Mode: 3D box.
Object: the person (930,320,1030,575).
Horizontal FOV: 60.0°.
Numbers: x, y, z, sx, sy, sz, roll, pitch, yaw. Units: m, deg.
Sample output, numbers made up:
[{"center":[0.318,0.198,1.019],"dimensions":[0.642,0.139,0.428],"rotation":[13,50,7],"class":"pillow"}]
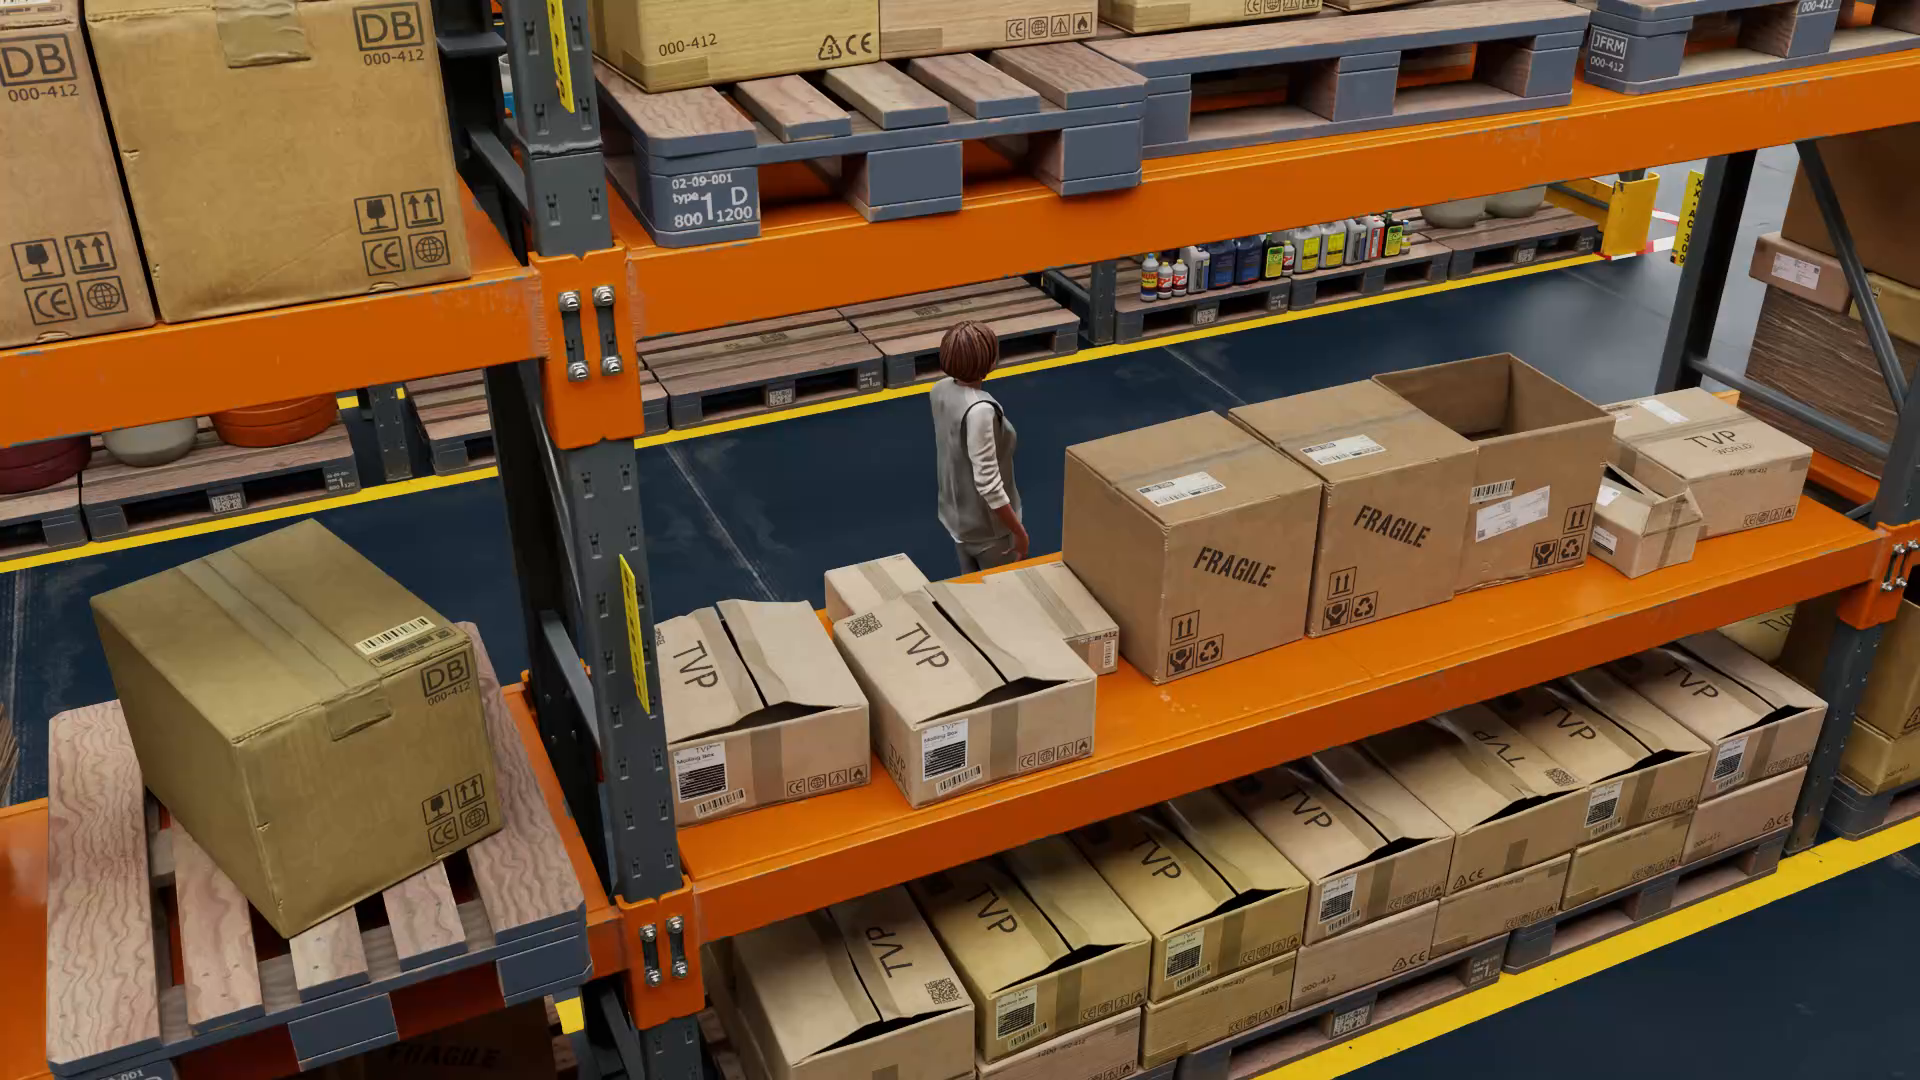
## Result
[{"center":[0.154,-0.081,6.261],"dimensions":[0.475,1.597,0.521],"rotation":[-13,32,-21],"class":"person"}]
